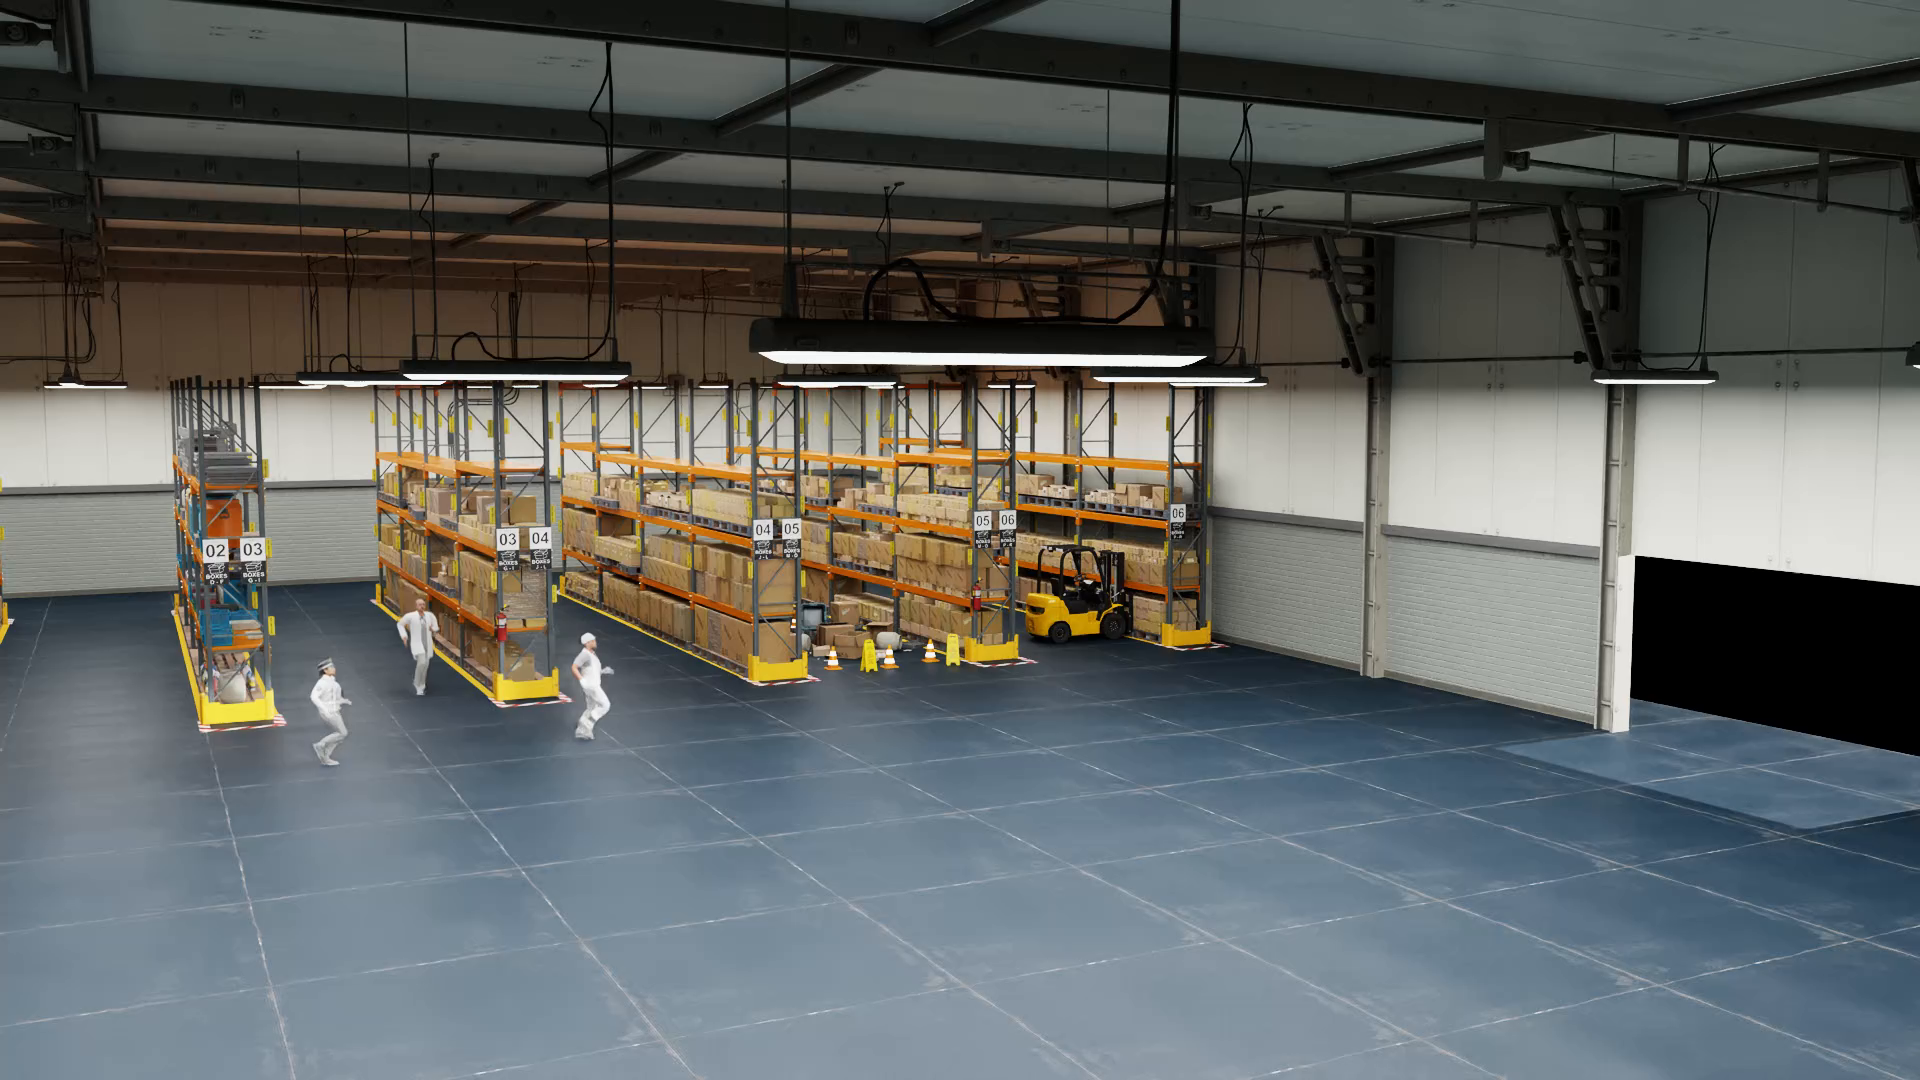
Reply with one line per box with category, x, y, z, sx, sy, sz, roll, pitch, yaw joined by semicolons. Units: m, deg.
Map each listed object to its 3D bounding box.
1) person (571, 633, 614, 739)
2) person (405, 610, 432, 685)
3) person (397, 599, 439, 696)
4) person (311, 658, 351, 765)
person;-6.017;2.397;27.332;0.645;1.741;0.639;0;5;-5
person;-10.495;1.998;32.414;0.573;1.711;0.751;-3;6;-26
person;-10.241;2.035;31.602;0.670;1.834;0.809;-5;7;-44
person;-9.622;2.633;25.498;0.540;1.656;0.608;-1;5;-6
